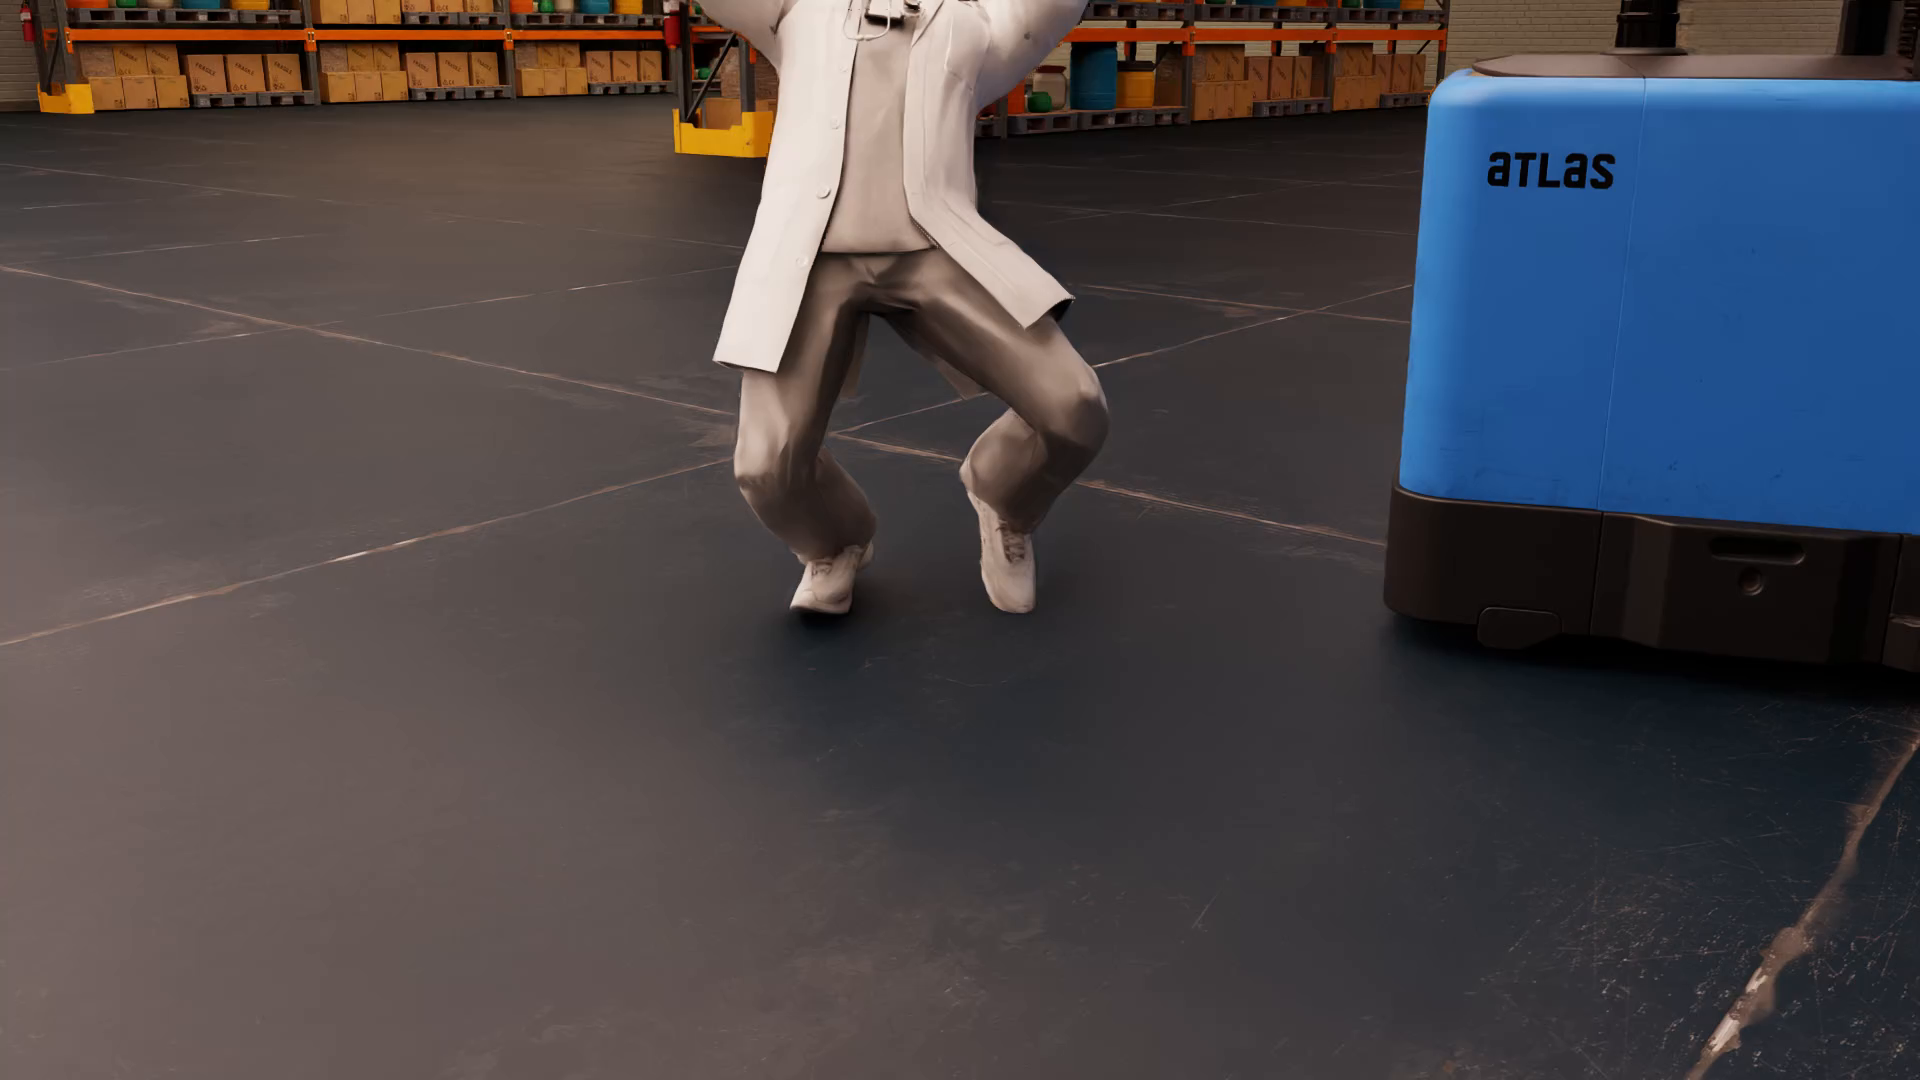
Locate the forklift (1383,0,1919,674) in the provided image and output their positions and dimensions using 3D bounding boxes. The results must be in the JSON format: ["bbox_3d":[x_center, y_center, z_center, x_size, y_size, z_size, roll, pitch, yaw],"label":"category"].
[{"bbox_3d":[2.412,-1.201,2.852,3.031,2.935,1.130,5,18,16],"label":"forklift"}]

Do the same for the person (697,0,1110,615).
[{"bbox_3d":[-0.163,-0.666,3.230,1.049,1.714,0.748,-2,17,-5],"label":"person"}]
